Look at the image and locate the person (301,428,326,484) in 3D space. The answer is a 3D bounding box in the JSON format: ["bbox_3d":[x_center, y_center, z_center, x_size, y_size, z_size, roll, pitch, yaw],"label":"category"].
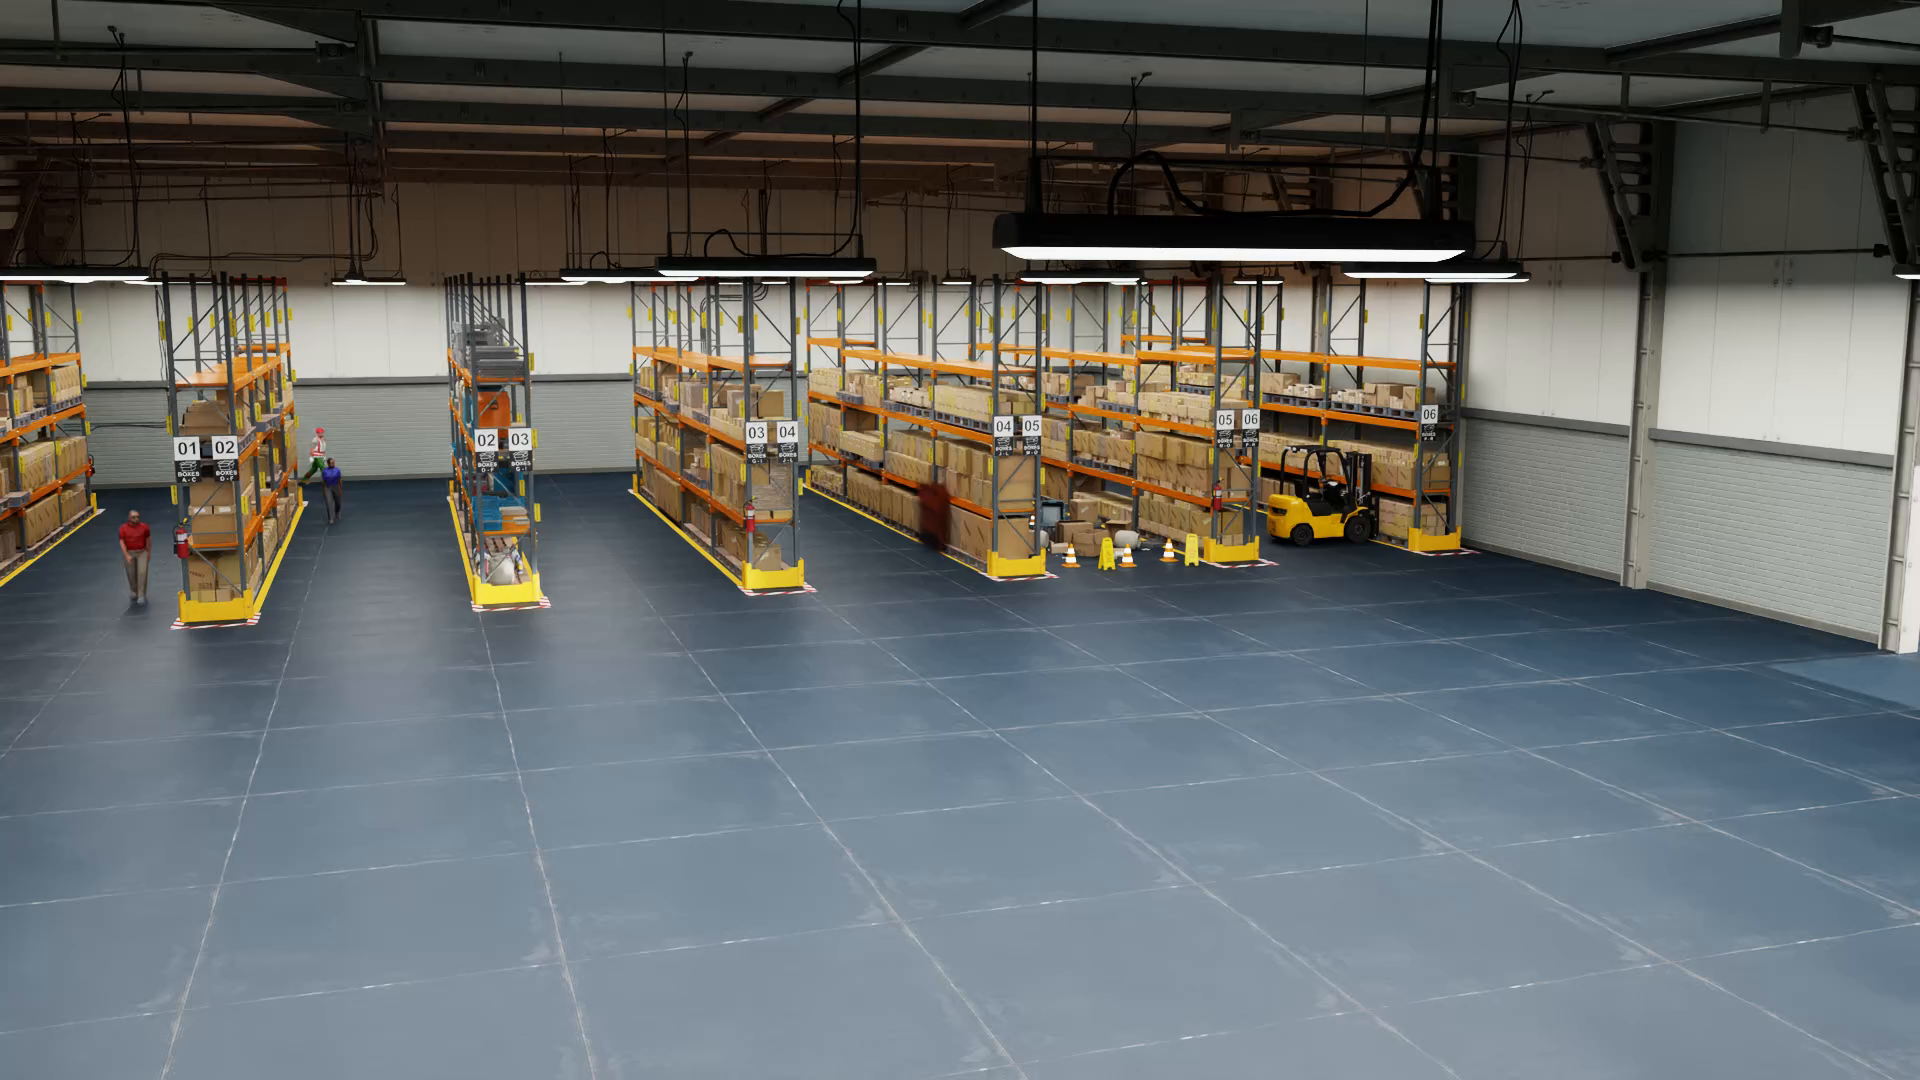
[{"bbox_3d":[-18.616,-2.424,48.236,1.120,1.675,0.527,0,9,3],"label":"person"}]

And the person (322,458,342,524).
[{"bbox_3d":[-15.415,-1.240,40.837,0.452,1.610,0.848,-3,9,-21],"label":"person"}]

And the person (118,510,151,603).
[{"bbox_3d":[-15.165,0.280,30.595,0.528,1.673,0.978,-4,10,-27],"label":"person"}]
